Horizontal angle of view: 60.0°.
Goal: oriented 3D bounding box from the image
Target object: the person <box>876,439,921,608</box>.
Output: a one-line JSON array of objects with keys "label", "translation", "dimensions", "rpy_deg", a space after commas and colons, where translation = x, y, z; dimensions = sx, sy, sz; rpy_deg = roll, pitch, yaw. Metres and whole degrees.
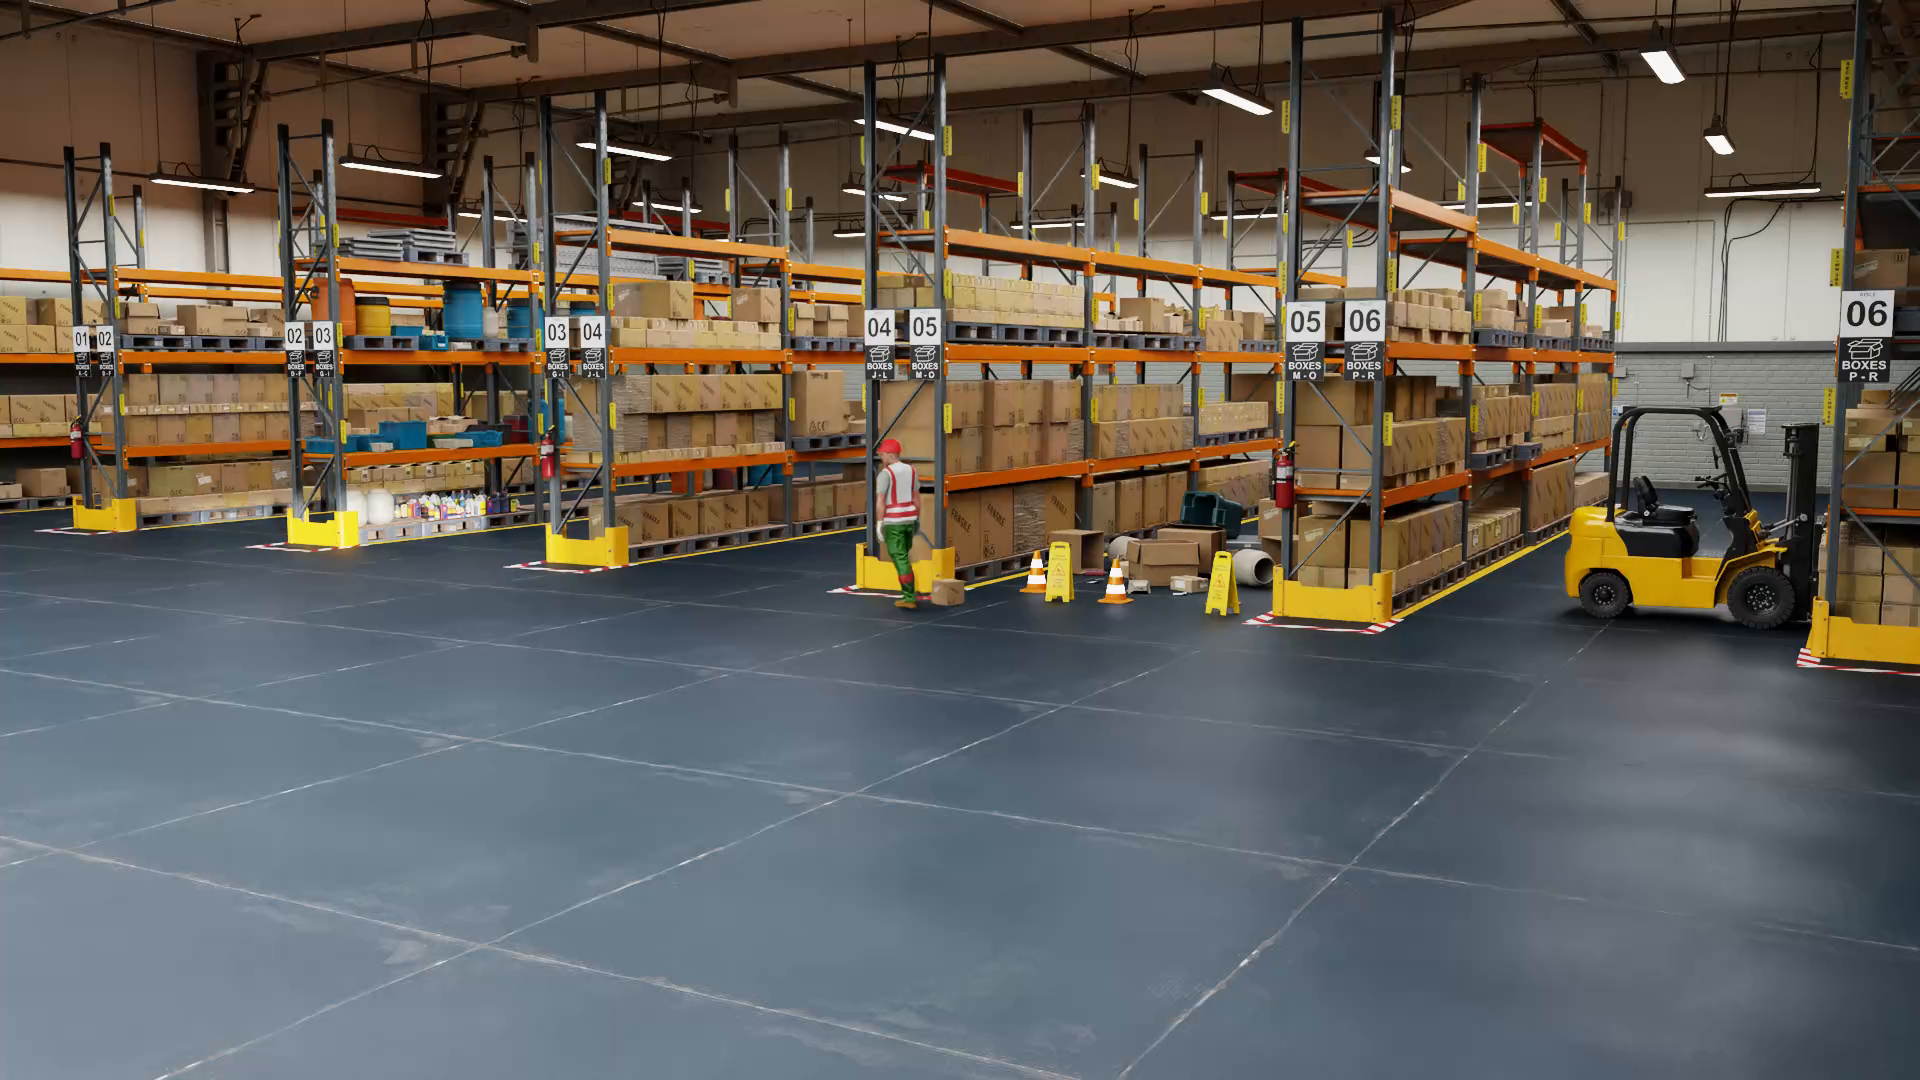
[{"label": "person", "translation": [-0.630, -0.159, 17.554], "dimensions": [0.636, 1.807, 0.500], "rpy_deg": [-6, 8, -45]}]
